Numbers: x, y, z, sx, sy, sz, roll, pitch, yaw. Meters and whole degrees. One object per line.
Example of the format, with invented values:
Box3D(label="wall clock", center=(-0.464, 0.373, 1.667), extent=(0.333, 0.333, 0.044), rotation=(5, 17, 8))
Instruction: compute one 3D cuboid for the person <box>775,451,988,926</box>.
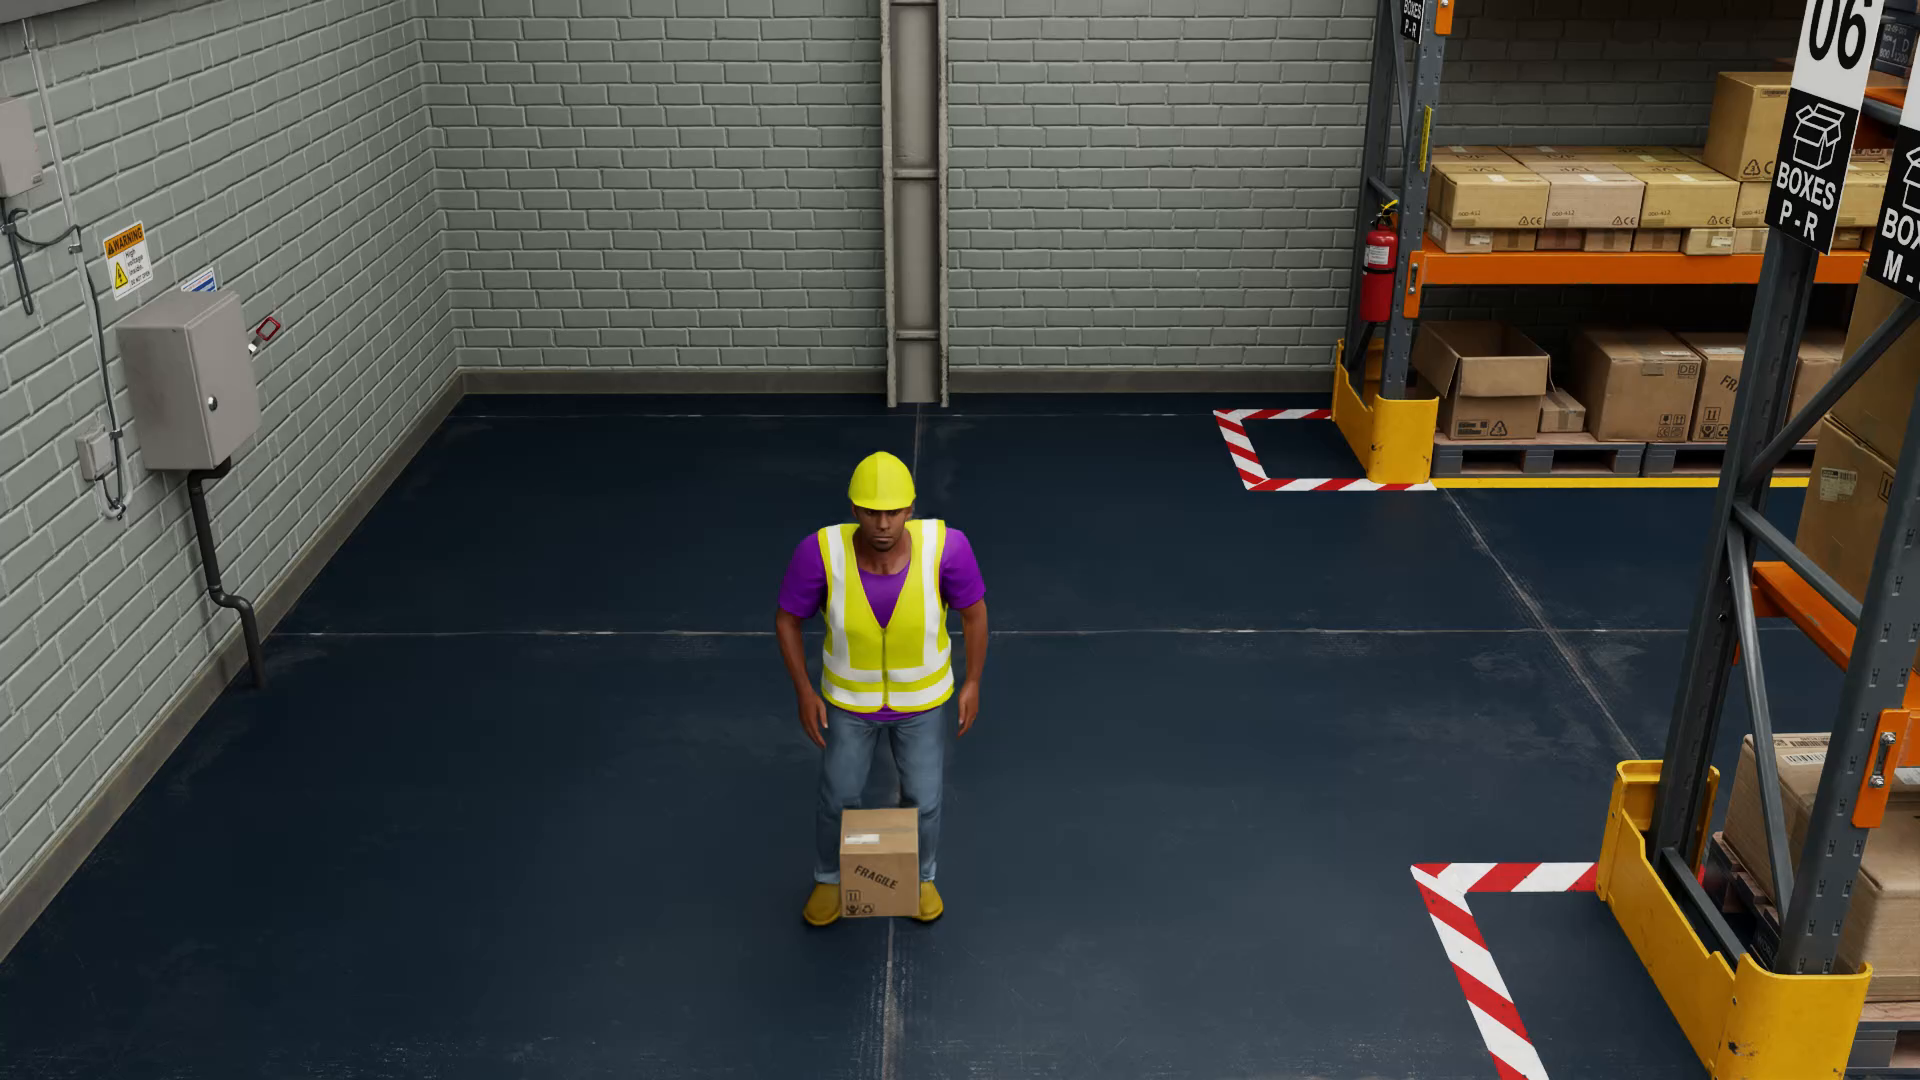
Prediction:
Box3D(label="person", center=(-0.252, 0.513, 5.442), extent=(0.689, 1.746, 0.487), rotation=(-1, 24, -1))
